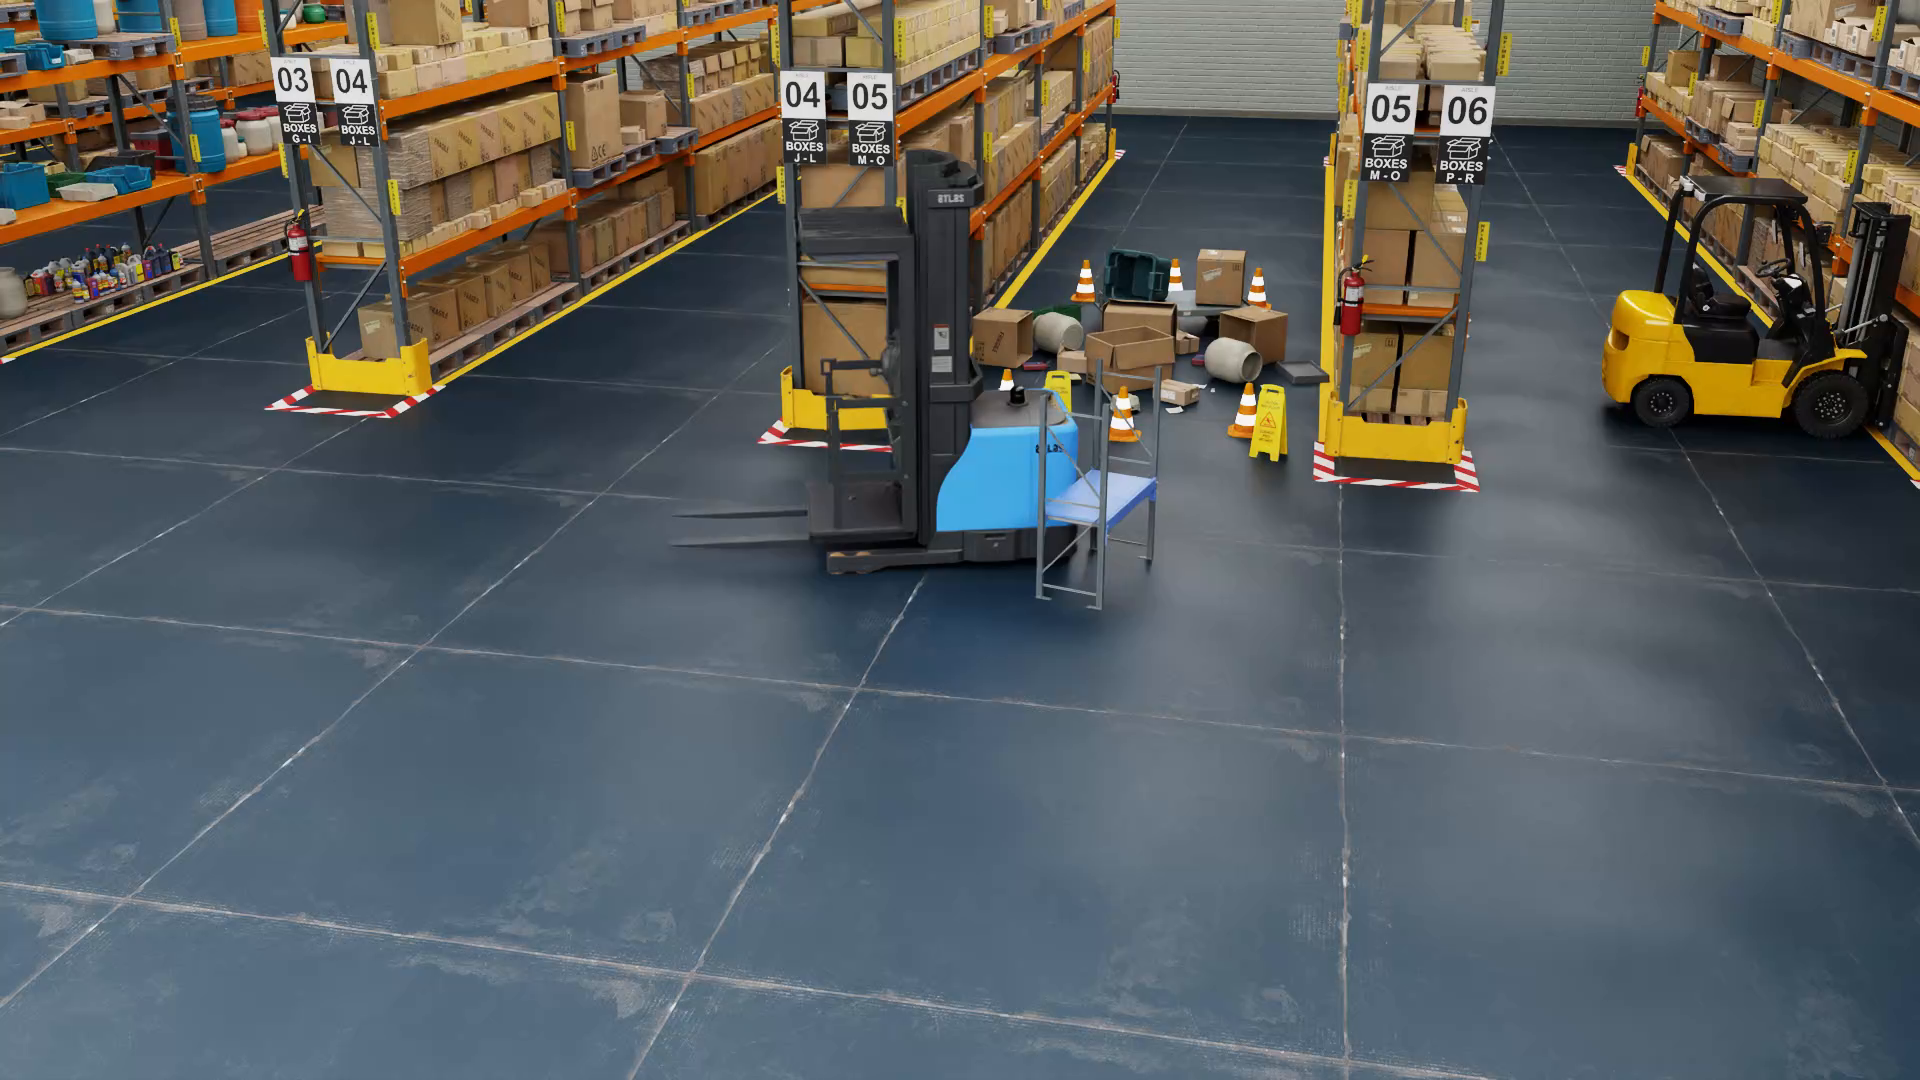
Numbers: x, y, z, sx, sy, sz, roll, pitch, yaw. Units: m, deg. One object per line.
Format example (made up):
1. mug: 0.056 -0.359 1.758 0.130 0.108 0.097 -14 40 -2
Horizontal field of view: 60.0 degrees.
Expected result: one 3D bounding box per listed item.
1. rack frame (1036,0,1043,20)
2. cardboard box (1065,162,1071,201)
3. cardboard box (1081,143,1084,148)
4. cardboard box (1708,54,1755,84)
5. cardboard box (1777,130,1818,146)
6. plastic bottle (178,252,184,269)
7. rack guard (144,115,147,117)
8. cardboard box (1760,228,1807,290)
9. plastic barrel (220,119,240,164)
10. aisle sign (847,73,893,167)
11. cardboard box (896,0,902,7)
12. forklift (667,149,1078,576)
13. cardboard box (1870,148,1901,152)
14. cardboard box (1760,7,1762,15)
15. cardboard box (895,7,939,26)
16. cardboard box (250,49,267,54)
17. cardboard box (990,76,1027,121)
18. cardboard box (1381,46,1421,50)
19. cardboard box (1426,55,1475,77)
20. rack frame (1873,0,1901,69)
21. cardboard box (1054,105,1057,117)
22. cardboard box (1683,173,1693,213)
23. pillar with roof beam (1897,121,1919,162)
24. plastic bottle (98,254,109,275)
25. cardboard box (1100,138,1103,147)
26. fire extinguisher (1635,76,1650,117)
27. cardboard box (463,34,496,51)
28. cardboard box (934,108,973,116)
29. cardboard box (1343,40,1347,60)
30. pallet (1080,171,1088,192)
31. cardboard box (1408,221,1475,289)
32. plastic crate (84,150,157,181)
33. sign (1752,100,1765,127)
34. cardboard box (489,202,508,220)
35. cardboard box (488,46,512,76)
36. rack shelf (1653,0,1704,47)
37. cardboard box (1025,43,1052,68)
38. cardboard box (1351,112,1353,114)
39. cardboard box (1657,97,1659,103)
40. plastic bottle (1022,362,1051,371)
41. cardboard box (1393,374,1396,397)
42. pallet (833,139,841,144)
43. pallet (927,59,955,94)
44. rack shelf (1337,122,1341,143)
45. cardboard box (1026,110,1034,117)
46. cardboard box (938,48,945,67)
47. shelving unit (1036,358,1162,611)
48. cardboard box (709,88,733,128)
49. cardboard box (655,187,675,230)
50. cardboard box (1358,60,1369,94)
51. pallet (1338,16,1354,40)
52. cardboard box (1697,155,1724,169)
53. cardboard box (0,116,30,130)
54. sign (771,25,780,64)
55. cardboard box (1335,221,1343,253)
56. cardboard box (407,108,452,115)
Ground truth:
1. rack frame: 0.580 -8.177 21.112 1.000 3.000 0.127 4 22 11
2. cardboard box: 1.387 -5.415 25.068 0.500 0.500 0.500 4 22 10
3. cardboard box: 1.818 -6.406 27.201 0.380 0.149 0.250 4 22 10
4. cardboard box: 11.687 -7.081 25.218 0.500 0.500 0.500 4 22 9
5. cardboard box: 9.873 -4.737 19.597 0.380 0.149 0.250 5 22 12
6. plastic bottle: -9.689 -3.474 20.621 0.097 0.201 0.097 0 22 0
7. rack guard: -17.165 -8.718 33.830 1.175 0.500 0.348 4 22 11
8. cardboard box: 10.040 -3.304 19.658 0.875 0.625 0.625 5 23 13
9. plastic barrel: -9.510 -5.121 21.371 0.433 0.535 0.433 0 22 0
10. aisle sign: -0.773 -3.626 14.362 0.394 0.787 0.004 4 22 11
11. cardboard box: -0.797 -5.432 16.883 0.380 0.149 0.250 4 22 10
12. forklift: -0.681 -1.306 12.173 3.031 2.935 1.130 -2 22 -6
13. cardboard box: 10.129 -4.228 18.334 0.380 0.149 0.250 5 22 11
14. cardboard box: 10.402 -6.701 21.129 0.380 0.149 0.250 5 22 11
15. cardboard box: -0.412 -4.917 15.606 0.380 0.149 0.250 4 22 10
16. cardboard box: -12.659 -8.879 29.412 0.500 0.500 0.500 4 22 9
17. cardboard box: 0.479 -5.741 21.622 0.700 0.500 0.500 4 22 11
18. cardboard box: 3.878 -4.283 14.727 0.380 0.149 0.250 4 22 11
19. cardboard box: 4.122 -3.981 13.977 0.380 0.149 0.250 4 22 11
20. rack frame: 9.490 -5.997 15.699 1.000 3.000 0.127 4 22 11
21. cardboard box: 1.192 -6.201 24.010 0.380 0.149 0.250 4 22 9
22. cardboard box: 10.804 -5.016 24.076 0.500 0.500 0.500 5 23 13
23. pillar with roof beam: 6.709 -7.243 18.791 9.100 9.000 0.400 4 22 11
24. plastic bottle: -10.402 -3.337 20.187 0.097 0.271 0.097 0 22 0
25. cardboard box: 2.280 -6.926 28.891 0.380 0.149 0.250 4 22 9
26. fire extinguisher: 11.517 -7.483 28.022 0.296 0.674 0.183 4 22 11
27. cardboard box: -5.118 -5.230 17.477 0.380 0.149 0.250 6 23 13
28. cardboard box: -0.345 -4.370 18.043 0.875 0.550 0.550 4 22 11
29. cardboard box: 6.295 -7.593 26.219 0.500 0.500 0.500 5 22 12
30. pallet: 1.499 -5.812 27.003 1.003 0.211 1.213 4 22 11
31. cardboard box: 4.182 -2.465 14.427 0.500 0.500 0.500 4 22 10
32. plastic crate: -10.151 -4.514 20.129 0.767 0.338 0.504 4 22 11
33. sign: 9.774 -5.215 20.344 0.100 0.325 0.005 4 22 11
34. cardboard box: -5.148 -3.582 18.068 0.380 0.149 0.250 4 22 11
35. cardboard box: -5.124 -5.105 17.700 0.500 0.250 0.500 4 22 11
36. rack shelf: 11.531 -7.929 25.474 1.077 0.370 4.000 4 22 11
37. cardboard box: 1.228 -7.698 26.082 0.500 0.500 0.500 4 22 9
38. cardboard box: 4.817 -4.718 19.460 0.500 0.500 0.500 4 22 9
39. cardboard box: 11.466 -7.104 26.814 0.380 0.149 0.250 5 23 13
40. plastic bottle: 0.790 -1.802 17.245 0.283 0.061 0.133 -3 22 -8
41. cardboard box: 4.361 -1.508 15.701 0.500 0.250 0.500 5 23 13
42. pallet: -2.709 -7.144 30.308 1.003 0.211 1.213 4 22 11
43. pallet: -0.664 -4.539 16.212 1.003 0.211 1.213 4 22 11
44. rack shelf: 5.855 -5.452 23.339 1.077 0.370 4.000 4 22 11
45. cardboard box: 0.875 -5.772 22.547 0.380 0.149 0.250 5 23 13
46. cardboard box: -0.360 -4.641 15.986 0.380 0.149 0.250 5 22 11
47. shelving unit: 0.997 -0.419 11.886 0.538 1.500 1.048 10 24 24
48. cardboard box: -3.685 -6.389 24.570 0.500 0.500 0.500 4 22 10
49. cardboard box: -4.372 -4.608 23.036 0.700 0.500 0.500 3 22 8
50. cardboard box: 3.860 -4.170 14.980 0.500 0.250 0.500 5 22 12
51. pallet: 5.526 -6.598 21.458 1.213 0.211 1.003 6 23 13
52. cardboard box: 10.783 -5.405 23.776 0.380 0.149 0.250 3 22 8
53. cardboard box: -13.865 -6.100 24.320 0.380 0.149 0.250 4 22 11
54. sign: -1.581 -4.281 14.373 0.100 0.325 0.005 4 22 11
55. cardboard box: 5.322 -3.824 21.289 0.950 0.372 0.625 3 22 7
56. cardboard box: -5.706 -4.300 17.645 0.500 0.500 0.500 4 22 11
